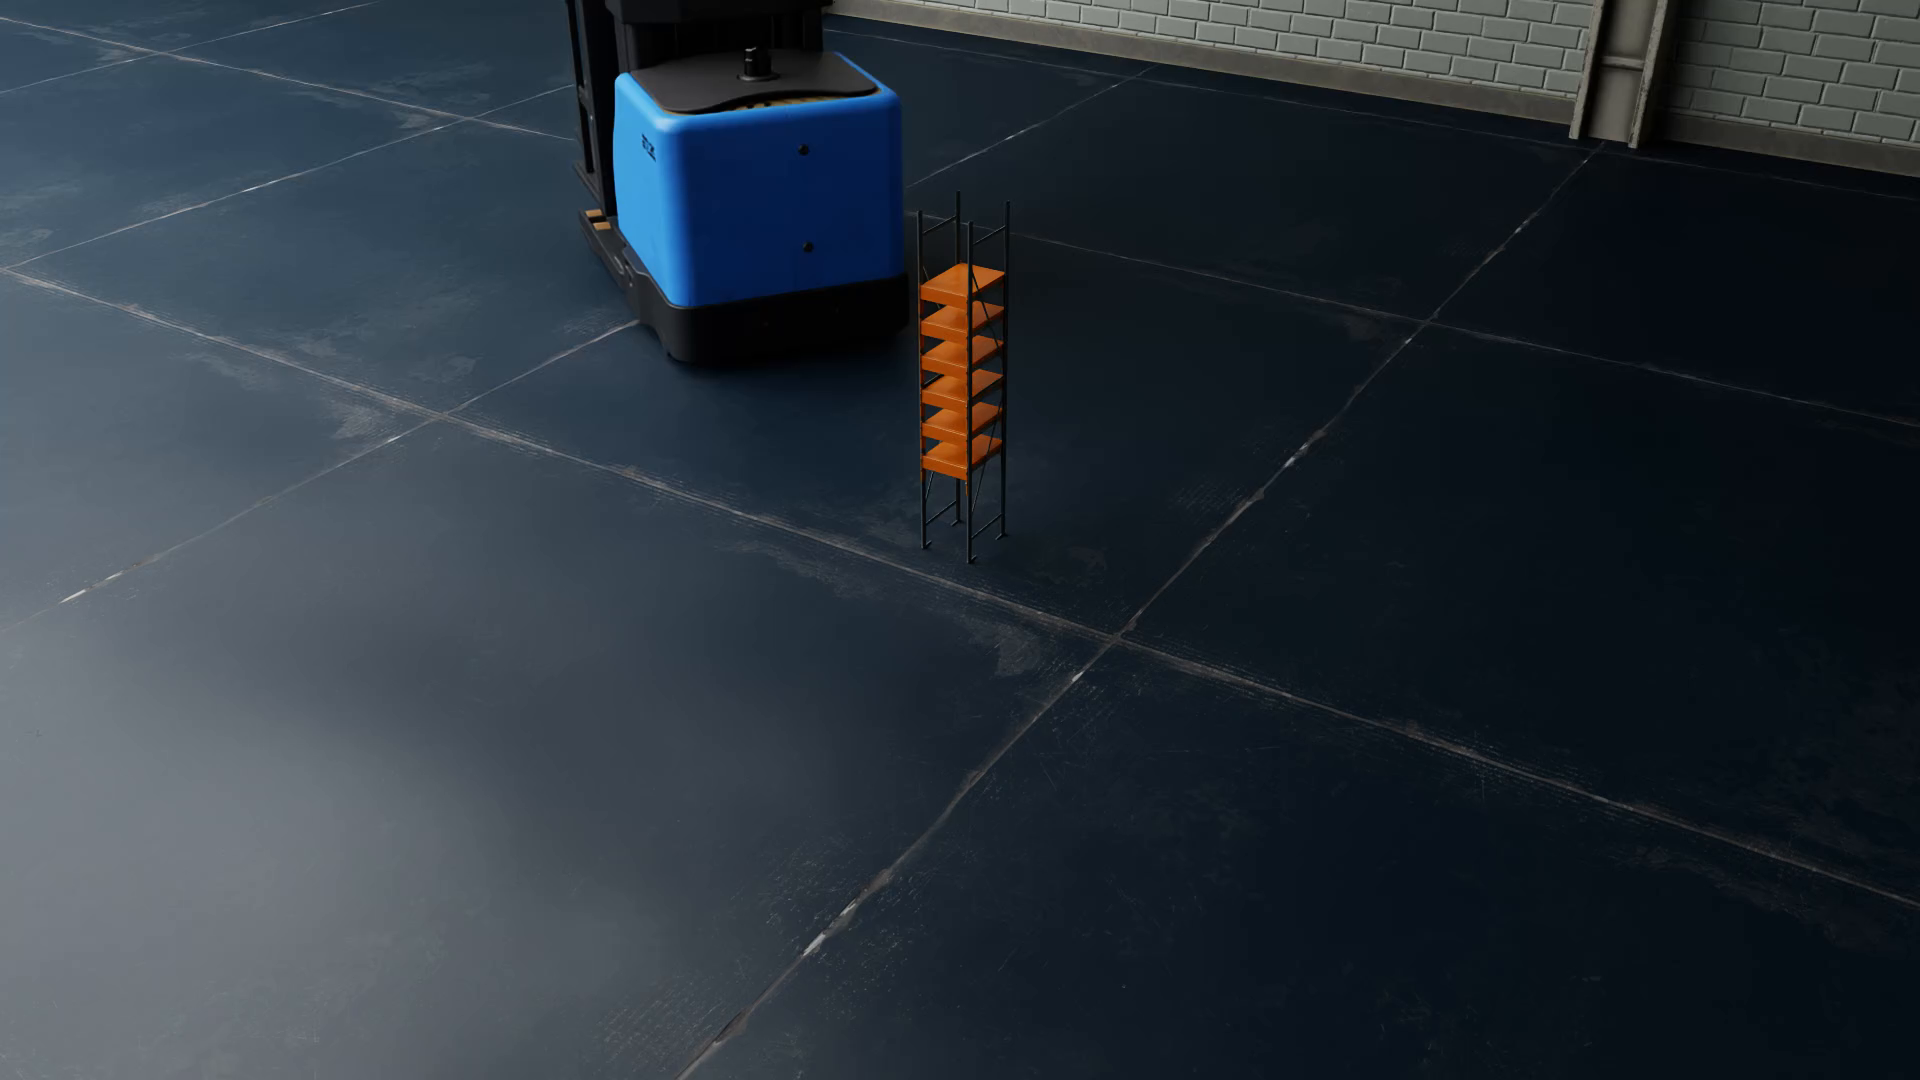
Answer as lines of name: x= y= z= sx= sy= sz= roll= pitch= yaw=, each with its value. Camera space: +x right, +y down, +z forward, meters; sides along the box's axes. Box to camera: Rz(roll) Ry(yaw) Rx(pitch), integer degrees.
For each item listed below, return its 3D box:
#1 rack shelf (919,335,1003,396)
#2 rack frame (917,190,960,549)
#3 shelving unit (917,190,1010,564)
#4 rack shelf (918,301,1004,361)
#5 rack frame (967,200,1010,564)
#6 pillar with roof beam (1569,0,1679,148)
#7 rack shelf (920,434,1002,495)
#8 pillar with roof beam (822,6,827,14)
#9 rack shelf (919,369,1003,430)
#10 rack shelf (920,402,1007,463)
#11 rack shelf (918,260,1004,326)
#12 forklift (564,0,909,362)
rack shelf: x=0.012 y=-0.580 z=5.403 sx=0.180 sy=0.103 sz=0.258 roll=18 pitch=35 yaw=27
rack frame: x=-0.065 y=-0.539 z=5.483 sx=0.006 sy=1.200 sz=0.240 roll=18 pitch=35 yaw=27
shelving unit: x=0.012 y=-0.514 z=5.441 sx=0.189 sy=1.200 sz=0.258 roll=18 pitch=35 yaw=27
rack shelf: x=0.012 y=-0.683 z=5.342 sx=0.180 sy=0.103 sz=0.258 roll=18 pitch=35 yaw=27
rack frame: x=0.090 y=-0.490 z=5.399 sx=0.006 sy=1.200 sz=0.240 roll=18 pitch=35 yaw=27
pillar with roof beam: x=1.555 y=-4.437 z=4.426 sx=0.400 sy=9.000 sz=9.100 roll=18 pitch=35 yaw=27
rack shelf: x=0.012 y=-0.269 z=5.584 sx=0.180 sy=0.103 sz=0.258 roll=18 pitch=35 yaw=27
pillar with roof beam: x=-3.526 y=-6.045 z=7.181 sx=0.400 sy=9.000 sz=9.100 roll=18 pitch=35 yaw=27
rack shelf: x=0.012 y=-0.476 z=5.463 sx=0.180 sy=0.103 sz=0.258 roll=18 pitch=35 yaw=27
rack shelf: x=0.012 y=-0.372 z=5.524 sx=0.180 sy=0.103 sz=0.258 roll=18 pitch=35 yaw=27
rack shelf: x=0.012 y=-0.787 z=5.282 sx=0.180 sy=0.103 sz=0.258 roll=18 pitch=35 yaw=27
forklift: x=-1.251 y=-2.726 z=7.514 sx=1.130 sy=2.935 sz=3.031 roll=-12 pitch=32 yaw=-19
